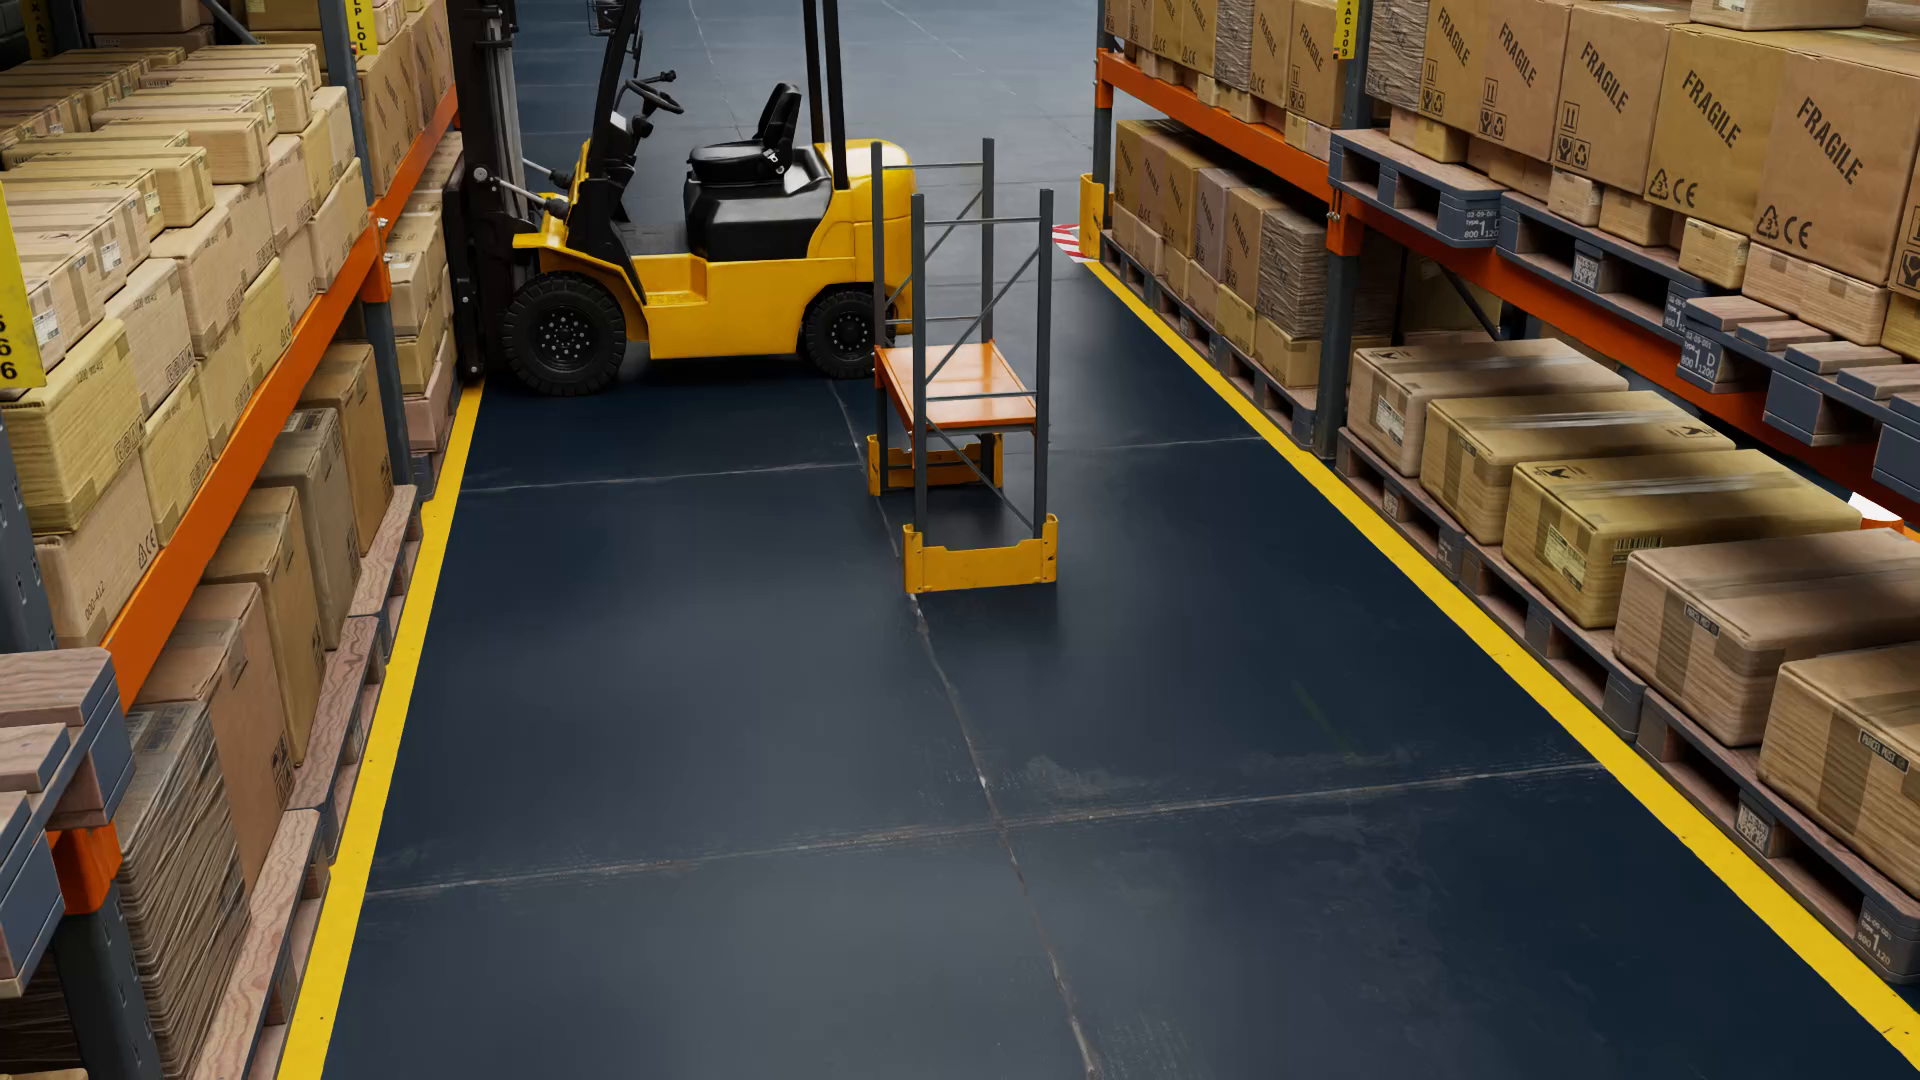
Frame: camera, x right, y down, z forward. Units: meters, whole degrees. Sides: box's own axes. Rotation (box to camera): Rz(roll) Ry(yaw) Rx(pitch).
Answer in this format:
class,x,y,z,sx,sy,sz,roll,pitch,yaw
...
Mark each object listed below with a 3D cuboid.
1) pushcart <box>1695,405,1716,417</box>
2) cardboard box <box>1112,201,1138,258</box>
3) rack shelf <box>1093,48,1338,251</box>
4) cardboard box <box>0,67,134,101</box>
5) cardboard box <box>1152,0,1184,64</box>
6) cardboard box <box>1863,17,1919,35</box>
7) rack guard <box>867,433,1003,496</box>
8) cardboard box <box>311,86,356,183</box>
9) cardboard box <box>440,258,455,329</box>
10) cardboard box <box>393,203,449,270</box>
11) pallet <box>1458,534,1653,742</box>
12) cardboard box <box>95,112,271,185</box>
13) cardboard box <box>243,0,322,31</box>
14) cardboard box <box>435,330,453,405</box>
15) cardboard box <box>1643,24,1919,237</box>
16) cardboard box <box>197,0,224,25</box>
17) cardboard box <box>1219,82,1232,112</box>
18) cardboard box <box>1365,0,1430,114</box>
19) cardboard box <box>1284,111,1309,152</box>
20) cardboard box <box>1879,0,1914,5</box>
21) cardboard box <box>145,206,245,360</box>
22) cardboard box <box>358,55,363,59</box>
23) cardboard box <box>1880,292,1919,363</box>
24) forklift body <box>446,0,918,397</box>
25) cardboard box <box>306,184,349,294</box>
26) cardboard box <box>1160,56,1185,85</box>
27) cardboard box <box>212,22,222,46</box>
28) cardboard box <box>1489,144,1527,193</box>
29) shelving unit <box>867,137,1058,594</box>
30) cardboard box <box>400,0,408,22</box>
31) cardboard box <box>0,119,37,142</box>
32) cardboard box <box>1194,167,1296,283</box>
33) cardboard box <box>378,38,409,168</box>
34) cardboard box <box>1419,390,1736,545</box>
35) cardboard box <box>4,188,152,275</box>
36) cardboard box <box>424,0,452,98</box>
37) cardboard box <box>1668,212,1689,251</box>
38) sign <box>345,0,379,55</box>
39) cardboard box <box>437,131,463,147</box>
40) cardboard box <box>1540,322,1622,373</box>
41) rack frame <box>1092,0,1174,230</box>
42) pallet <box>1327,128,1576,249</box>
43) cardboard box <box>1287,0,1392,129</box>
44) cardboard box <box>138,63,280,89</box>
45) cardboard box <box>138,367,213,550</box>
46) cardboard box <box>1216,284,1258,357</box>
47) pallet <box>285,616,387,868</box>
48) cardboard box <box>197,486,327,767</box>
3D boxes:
class,x,y,z,sx,sy,sz,roll,pitch,yaw
pushcart,4.355,-0.777,8.058,1.648,0.377,0.936,-13,27,-28
cardboard box,1.261,-1.959,10.397,0.500,0.250,0.500,-5,24,-10
rack shelf,1.754,-2.248,9.047,1.077,0.370,4.000,-4,24,-10
cardboard box,-2.856,-1.403,5.279,0.380,0.149,0.250,-4,24,-10
cardboard box,1.393,-2.935,9.227,0.500,0.500,0.500,-5,24,-11
cardboard box,2.800,-1.199,4.726,0.500,0.500,0.500,-4,24,-9
rack guard,-0.106,-0.340,7.217,0.587,0.250,0.087,-4,24,-10
cardboard box,-2.412,-1.408,5.789,0.500,0.250,0.500,-5,24,-11
cardboard box,-2.716,-1.193,8.020,0.500,0.250,0.500,-5,24,-10
cardboard box,-2.723,-1.423,7.921,0.500,0.250,0.500,-3,24,-8
pallet,2.498,0.274,5.858,1.003,0.211,1.213,-4,24,-10
cardboard box,-2.082,-1.048,4.466,0.380,0.149,0.250,-5,24,-11
cardboard box,-2.521,-2.048,6.386,0.380,0.149,0.250,-4,24,-9
cardboard box,-2.627,-0.768,7.670,0.500,0.250,0.500,-5,24,-11
cardboard box,2.305,-1.151,4.616,0.500,0.500,0.500,-6,24,-13
cardboard box,-3.115,-2.106,6.518,0.380,0.149,0.250,-5,24,-11
cardboard box,1.556,-2.282,8.540,0.380,0.149,0.250,-5,24,-11
cardboard box,1.929,-1.960,6.468,0.500,0.500,0.500,-4,24,-8
cardboard box,1.712,-1.877,7.614,0.380,0.149,0.250,-4,24,-9
cardboard box,6.466,-3.481,10.786,0.875,0.550,0.550,-4,24,-10
cardboard box,-2.026,-0.606,3.952,0.500,0.250,0.500,-5,24,-11
cardboard box,-2.604,-2.011,6.672,0.380,0.149,0.250,-4,24,-9
cardboard box,2.451,-0.506,3.950,0.380,0.149,0.250,-4,24,-9
forklift body,-1.350,-1.995,8.631,2.313,2.155,1.214,-4,24,-10
cardboard box,-2.305,-0.977,5.426,0.500,0.250,0.500,-4,24,-10
cardboard box,1.356,-2.689,9.472,0.380,0.149,0.250,-4,24,-8
cardboard box,-3.146,-1.968,6.573,0.380,0.149,0.250,-5,24,-11
cardboard box,2.087,-1.318,5.810,0.380,0.149,0.250,-4,24,-9
shelving unit,-0.014,-0.717,6.518,0.587,1.500,1.083,-4,24,-10
cardboard box,-2.821,-2.519,7.835,0.380,0.149,0.250,-5,24,-11
cardboard box,-2.663,-1.008,4.374,0.380,0.149,0.250,-4,24,-9
cardboard box,1.559,-1.680,8.823,0.500,0.500,0.500,-3,24,-7
cardboard box,-2.692,-1.865,7.148,0.500,0.500,0.500,-4,24,-9
cardboard box,2.359,-0.290,6.425,0.950,0.372,0.625,-3,24,-6
cardboard box,-1.968,-0.645,3.543,0.380,0.149,0.250,-4,24,-9
cardboard box,-3.058,-2.662,8.972,0.500,0.500,0.500,-4,24,-8
cardboard box,2.334,-0.917,4.891,0.380,0.149,0.250,-4,24,-9
sign,-2.222,-1.960,6.142,0.100,0.325,0.005,-4,24,-10
cardboard box,-3.102,-2.228,9.764,0.500,0.250,0.500,-4,24,-8
cardboard box,3.263,-1.168,8.797,0.500,0.500,0.500,13,27,27
rack frame,1.384,-3.364,10.704,1.000,3.000,0.127,-4,24,-10
pallet,2.122,-1.391,6.427,1.003,0.211,1.213,-4,24,-10
cardboard box,1.797,-2.129,7.381,0.500,0.500,0.500,-5,24,-11
cardboard box,-2.413,-1.447,5.379,0.380,0.149,0.250,-4,24,-10
cardboard box,-1.944,-0.170,3.580,0.500,0.250,0.500,-5,24,-11
cardboard box,1.642,-1.144,8.533,0.500,0.250,0.500,-5,24,-11
pallet,-2.350,0.624,5.058,1.003,0.211,1.213,-4,24,-10
cardboard box,-2.369,0.280,4.804,0.875,0.625,0.625,-5,24,-12
